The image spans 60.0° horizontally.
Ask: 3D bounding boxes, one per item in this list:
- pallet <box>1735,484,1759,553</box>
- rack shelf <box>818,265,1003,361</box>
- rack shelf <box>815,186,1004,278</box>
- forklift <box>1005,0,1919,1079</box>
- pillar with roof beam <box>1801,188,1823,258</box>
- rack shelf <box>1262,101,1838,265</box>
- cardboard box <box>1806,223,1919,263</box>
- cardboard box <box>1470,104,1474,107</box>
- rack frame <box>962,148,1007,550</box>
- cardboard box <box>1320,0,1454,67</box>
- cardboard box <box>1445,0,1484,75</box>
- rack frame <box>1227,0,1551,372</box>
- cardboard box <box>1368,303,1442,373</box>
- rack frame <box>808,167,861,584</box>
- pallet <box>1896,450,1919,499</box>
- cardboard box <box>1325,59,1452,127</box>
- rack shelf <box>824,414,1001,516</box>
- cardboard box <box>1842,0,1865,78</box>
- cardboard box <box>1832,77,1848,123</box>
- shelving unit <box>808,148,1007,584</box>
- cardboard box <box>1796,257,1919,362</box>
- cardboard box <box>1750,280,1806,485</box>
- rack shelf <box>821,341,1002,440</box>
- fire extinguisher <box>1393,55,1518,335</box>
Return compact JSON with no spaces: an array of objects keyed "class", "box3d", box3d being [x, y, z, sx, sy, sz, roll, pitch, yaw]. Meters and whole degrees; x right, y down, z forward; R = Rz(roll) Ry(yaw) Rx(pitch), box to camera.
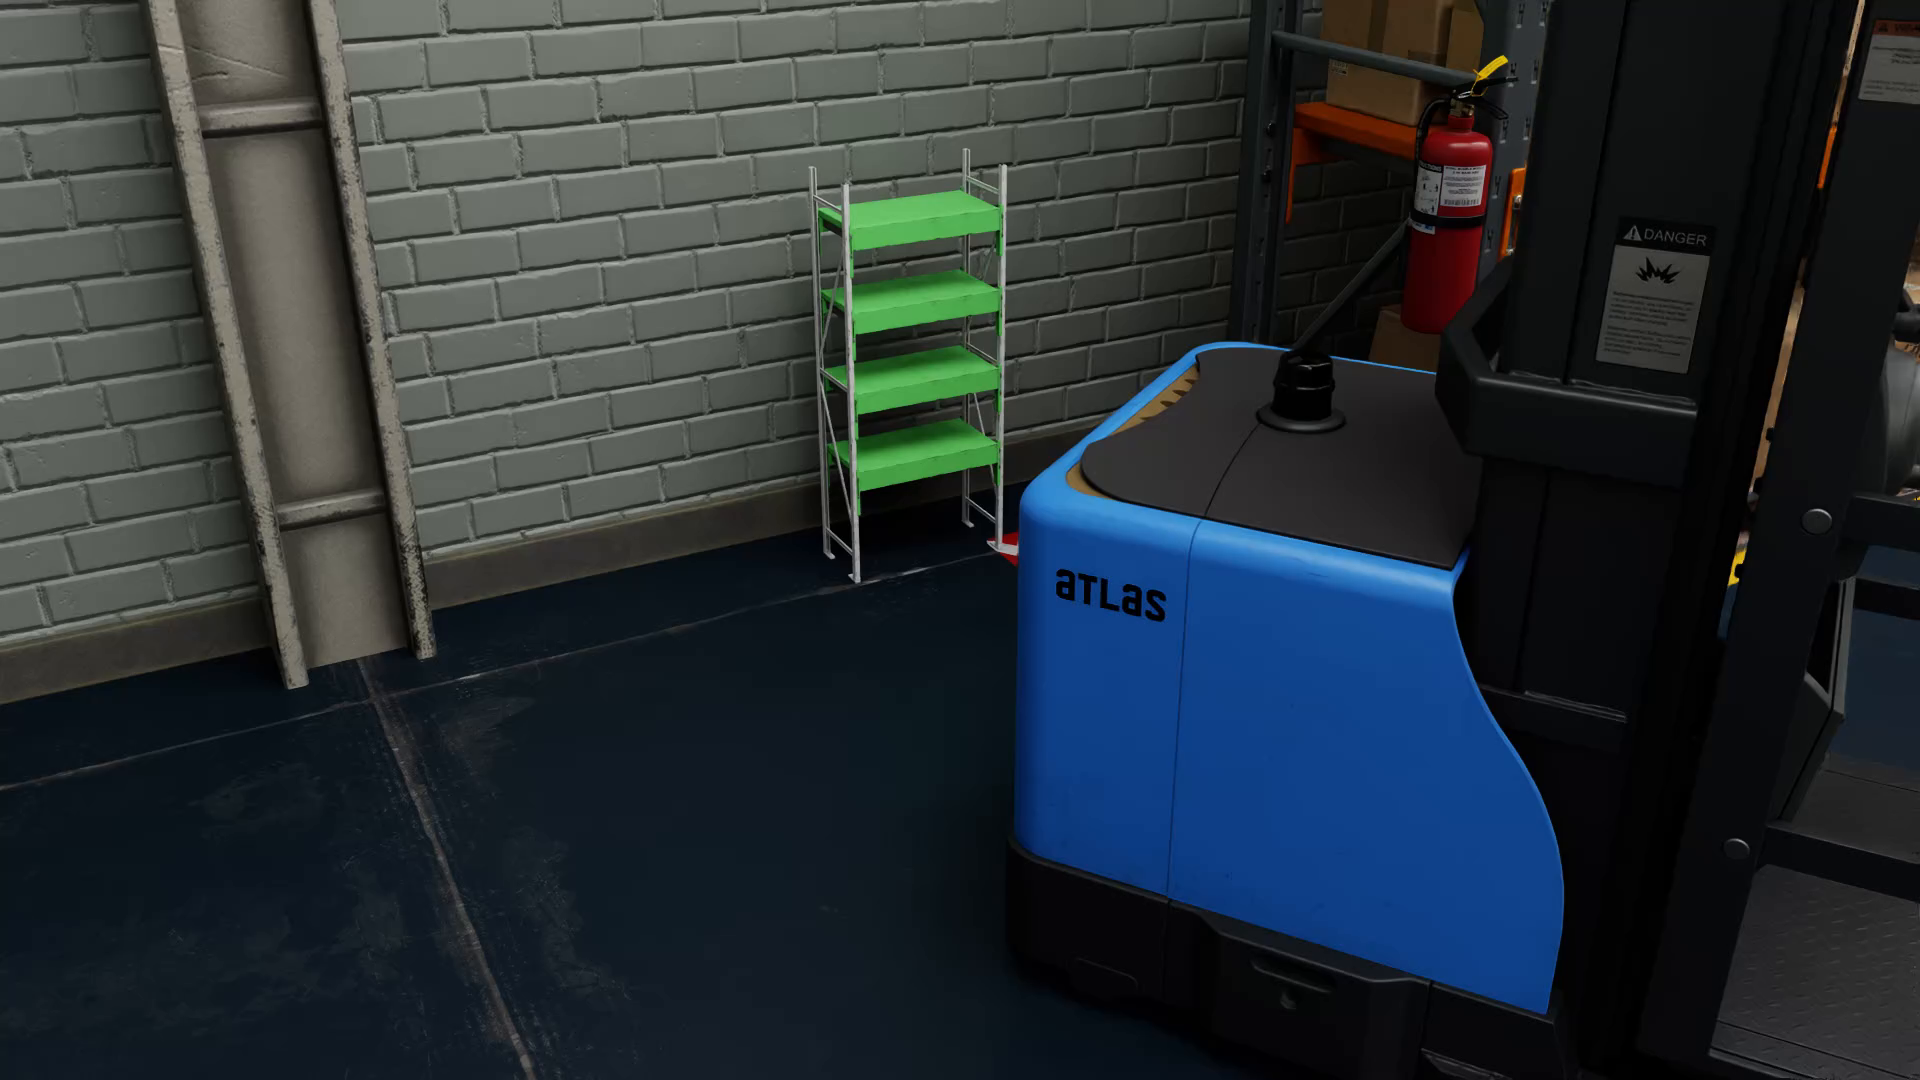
[{"class":"pallet","box3d":[1.885,-0.179,5.379,1.213,0.211,1.003,-13,29,-25]},{"class":"rack shelf","box3d":[-0.146,-0.666,4.844,0.480,0.148,0.258,-13,29,-25]},{"class":"rack shelf","box3d":[-0.146,-0.882,4.740,0.480,0.148,0.258,-13,29,-25]},{"class":"forklift","box3d":[1.639,-0.332,2.556,3.031,2.935,1.130,13,28,25]},{"class":"pillar with roof beam","box3d":[5.631,-3.335,1.800,0.400,9.000,9.100,-13,29,-25]},{"class":"rack shelf","box3d":[2.879,-1.341,5.408,4.000,0.370,1.077,-13,29,-25]},{"class":"cardboard box","box3d":[3.388,-0.779,5.810,0.500,0.500,0.700,-14,29,-27]},{"class":"cardboard box","box3d":[1.534,-1.107,4.380,0.250,0.149,0.380,-13,29,-25]},{"class":"rack frame","box3d":[0.069,-0.557,5.023,0.015,1.200,0.240,-13,29,-25]},{"class":"cardboard box","box3d":[1.396,-1.519,4.778,0.500,0.250,0.500,-12,28,-24]},{"class":"cardboard box","box3d":[1.642,-1.314,4.350,0.500,0.250,0.500,-13,28,-25]},{"class":"rack frame","box3d":[1.115,-1.258,4.404,0.127,3.000,1.000,-13,29,-25]},{"class":"cardboard box","box3d":[1.699,-0.410,5.037,0.637,0.503,0.797,-14,29,-27]},{"class":"rack frame","box3d":[-0.361,-0.457,4.817,0.015,1.200,0.240,-13,29,-25]},{"class":"pallet","box3d":[2.960,-0.426,5.893,1.213,0.211,1.003,-13,29,-25]},{"class":"cardboard box","box3d":[1.281,-1.314,4.812,0.250,0.149,0.380,-13,29,-26]},{"class":"rack shelf","box3d":[-0.146,-0.233,5.052,0.480,0.148,0.258,-13,29,-25]},{"class":"cardboard box","box3d":[2.087,-1.416,4.564,0.500,0.250,0.500,-13,28,-25]},{"class":"cardboard box","box3d":[2.436,-1.327,4.839,0.250,0.149,0.380,-13,28,-24]},{"class":"shelving unit","box3d":[-0.146,-0.507,4.920,0.503,1.200,0.258,-13,29,-25]},{"class":"cardboard box","box3d":[2.985,-0.637,5.515,0.500,0.500,0.500,-12,28,-24]},{"class":"cardboard box","box3d":[2.472,-0.568,5.370,0.500,0.500,0.700,-12,28,-23]},{"class":"rack shelf","box3d":[-0.146,-0.450,4.948,0.480,0.148,0.258,-13,29,-25]},{"class":"fire extinguisher","box3d":[1.202,-0.848,4.071,0.183,0.674,0.296,-13,29,-25]}]
